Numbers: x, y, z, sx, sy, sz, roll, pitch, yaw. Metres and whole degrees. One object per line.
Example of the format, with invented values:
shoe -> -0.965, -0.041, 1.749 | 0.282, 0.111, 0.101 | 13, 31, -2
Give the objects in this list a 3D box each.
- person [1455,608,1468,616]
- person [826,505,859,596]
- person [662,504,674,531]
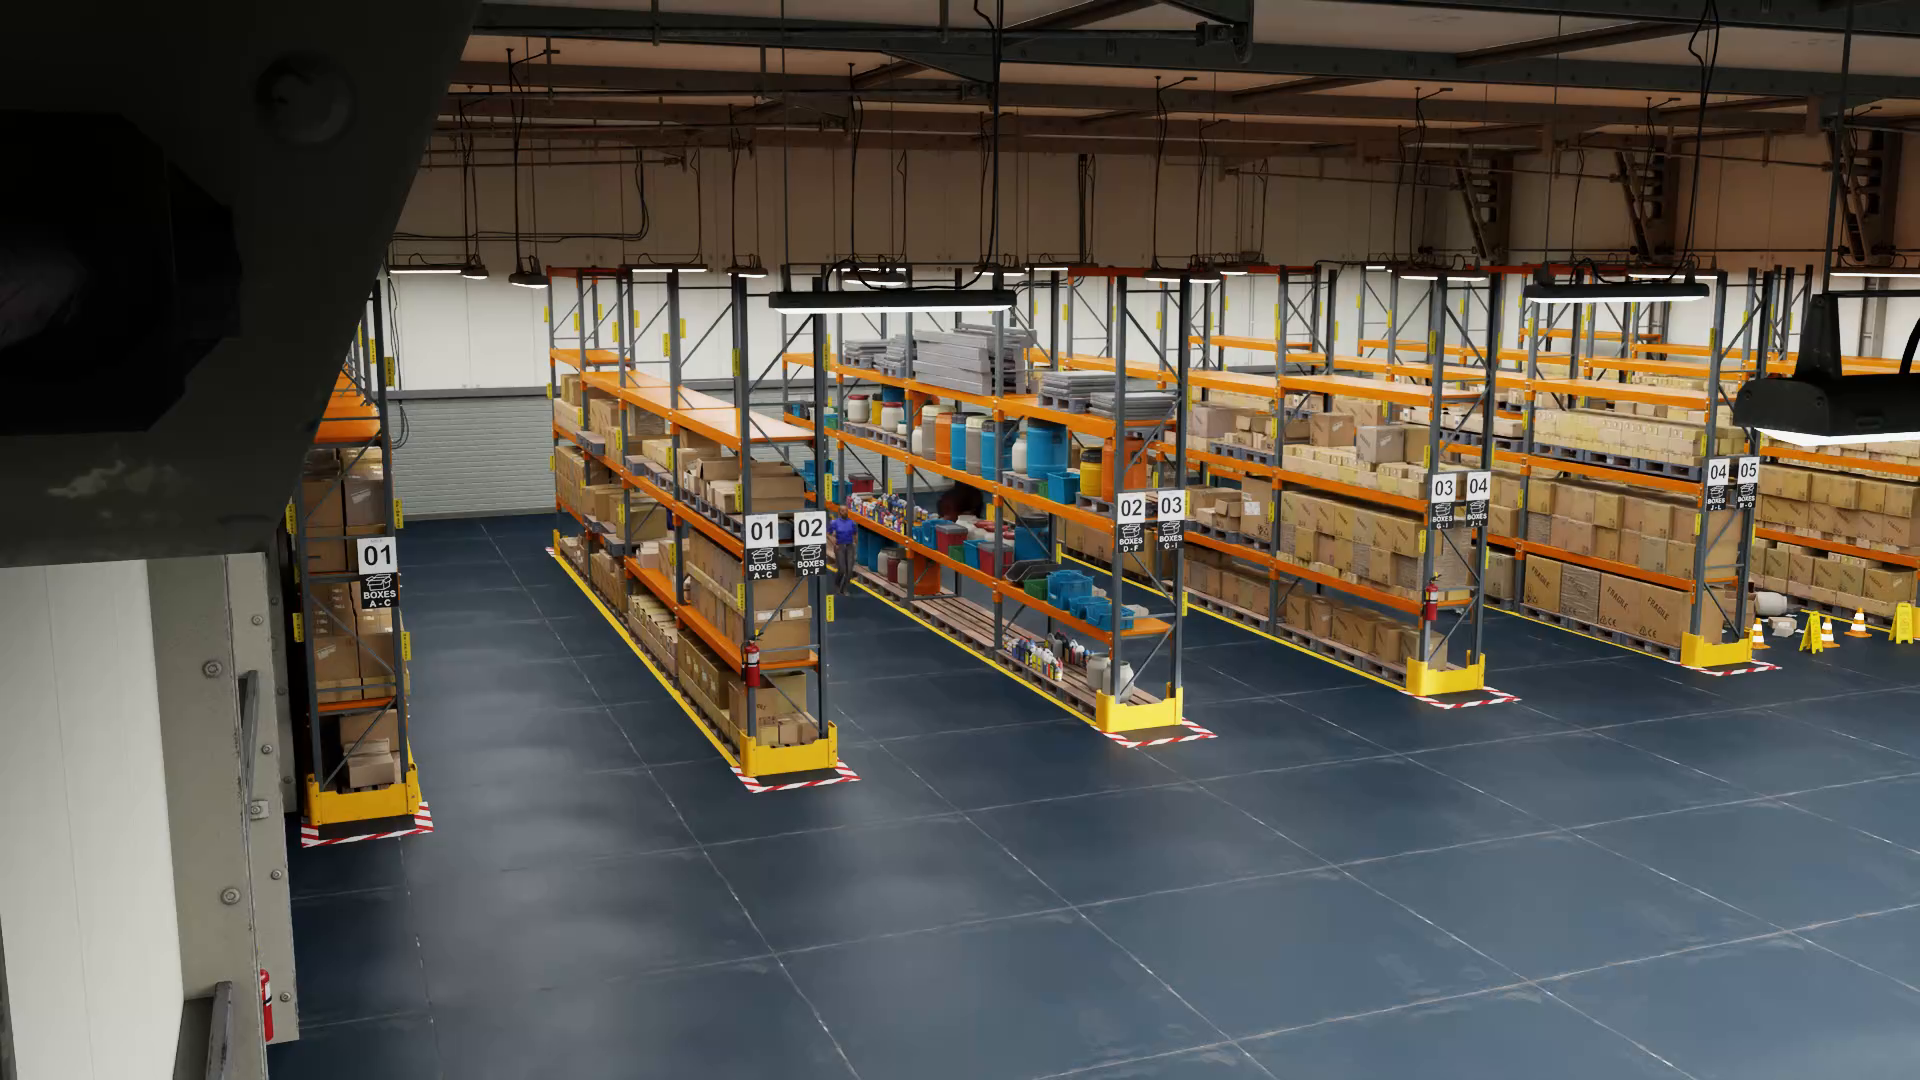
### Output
person -> 8.654, 0.496, 29.239 | 0.539, 1.591, 0.831 | -6, 11, -29
person -> -2.019, 0.198, 29.193 | 0.571, 1.633, 0.537 | -5, 11, -24
person -> -6.296, -0.636, 35.684 | 0.527, 1.602, 0.735 | 7, 12, 36
